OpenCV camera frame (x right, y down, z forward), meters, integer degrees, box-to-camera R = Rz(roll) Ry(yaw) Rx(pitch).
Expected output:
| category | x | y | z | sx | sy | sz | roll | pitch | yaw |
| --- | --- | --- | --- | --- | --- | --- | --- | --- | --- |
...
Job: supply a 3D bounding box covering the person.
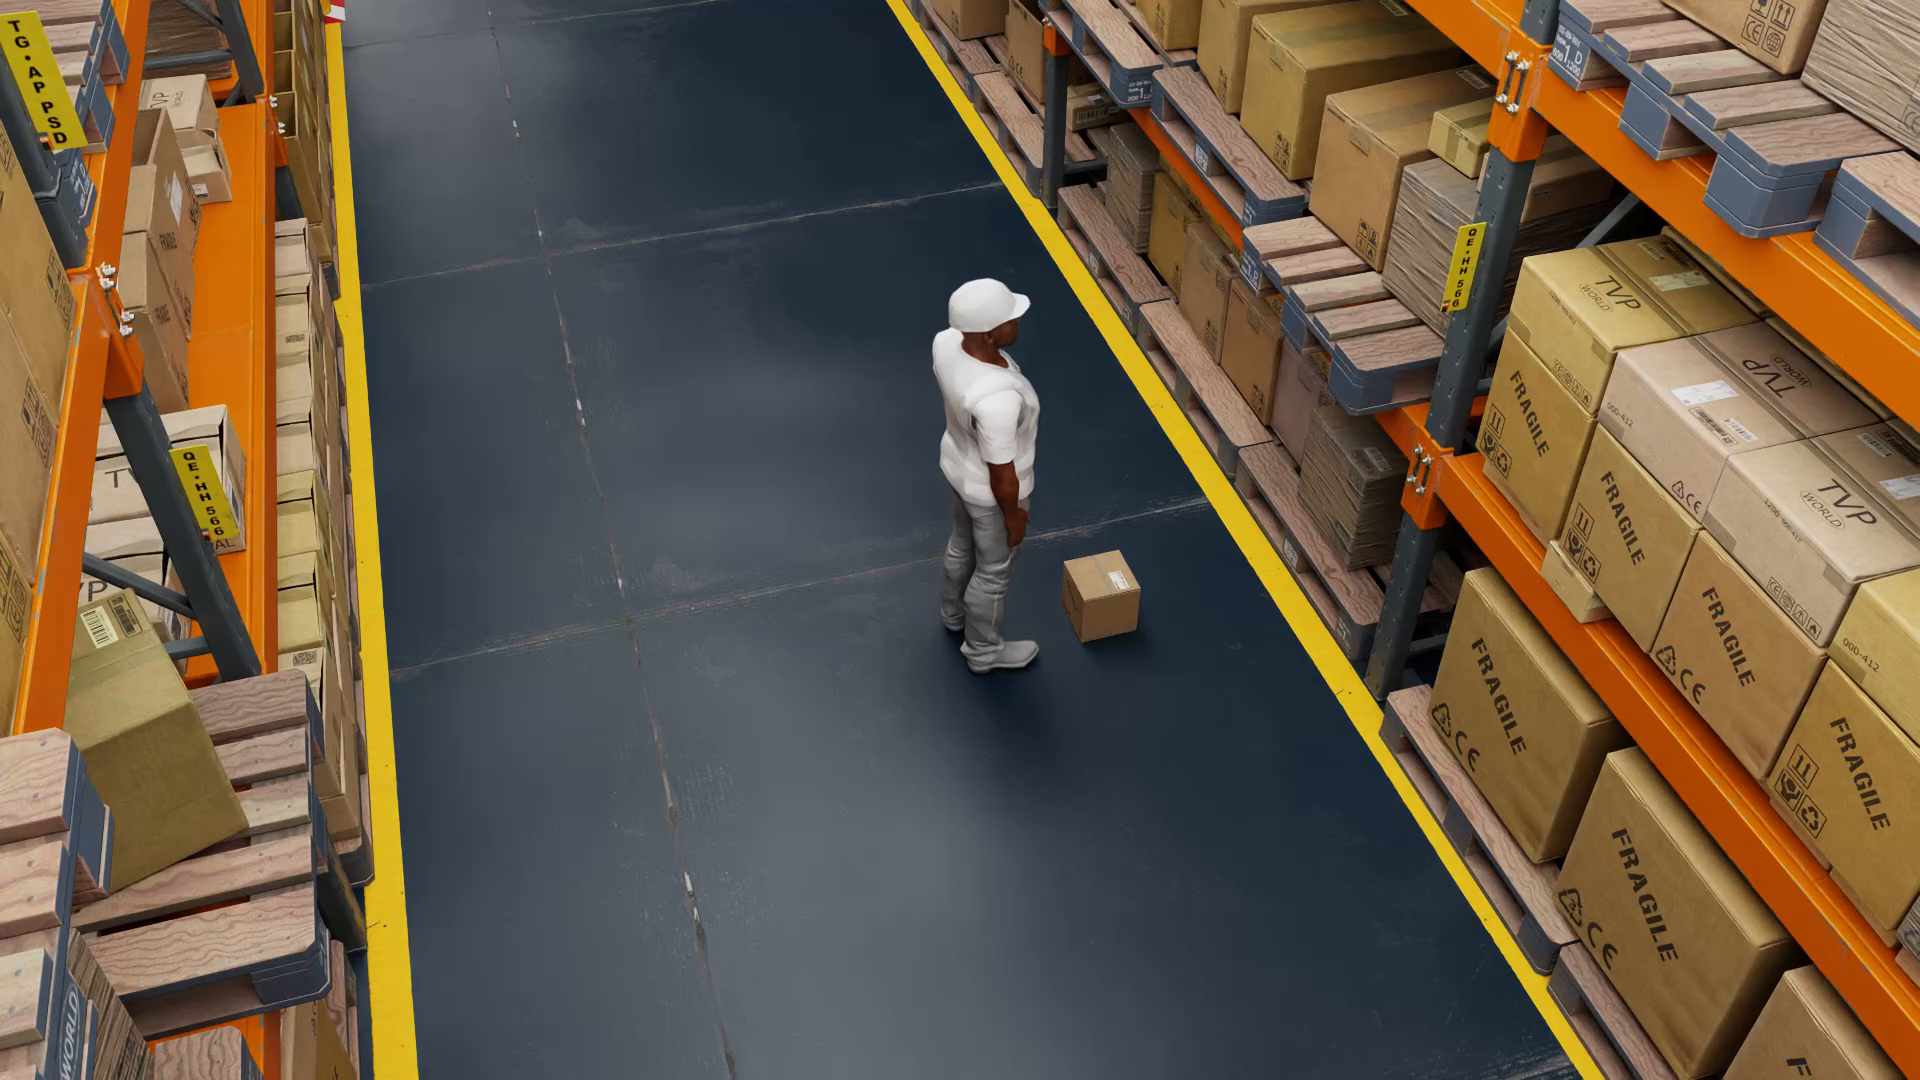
| category | x | y | z | sx | sy | sz | roll | pitch | yaw |
| --- | --- | --- | --- | --- | --- | --- | --- | --- | --- |
| person | 0.107 | -0.242 | 6.381 | 0.343 | 1.773 | 0.568 | -16 | 44 | -17 |
